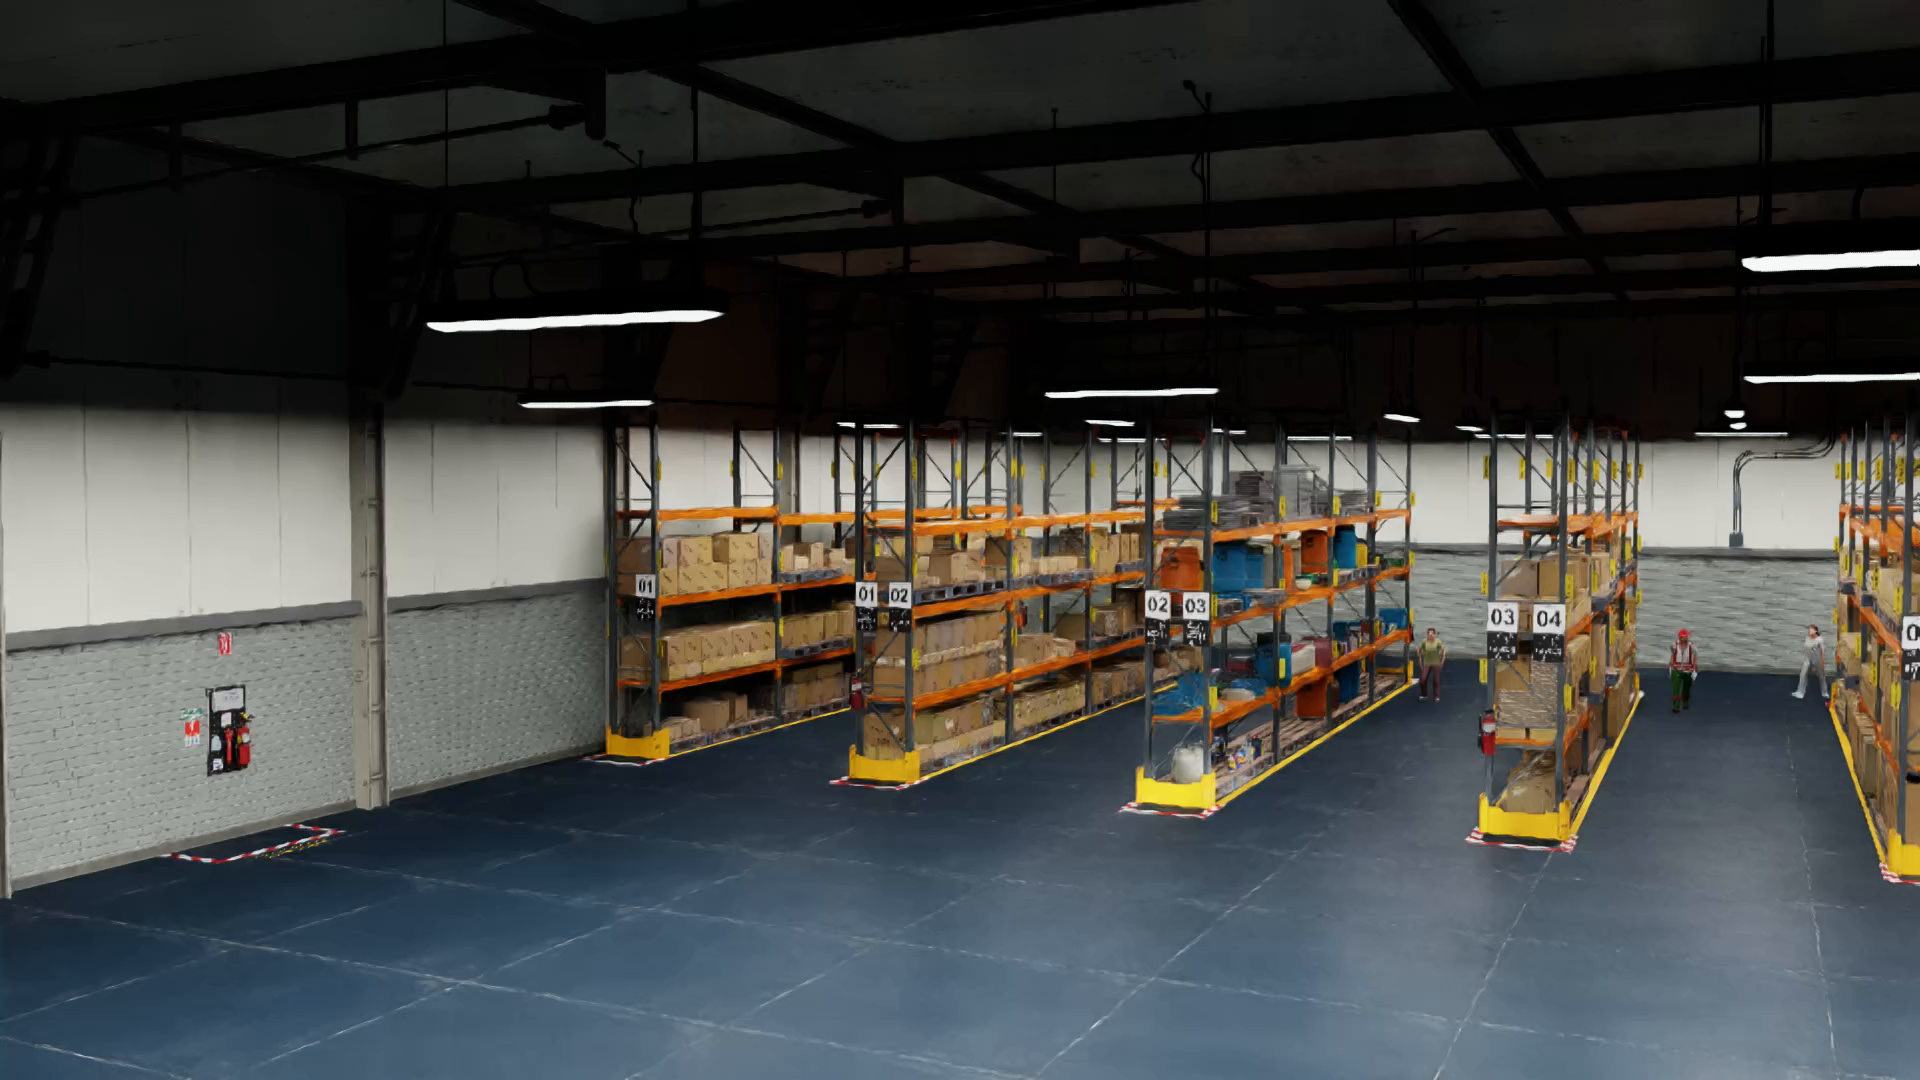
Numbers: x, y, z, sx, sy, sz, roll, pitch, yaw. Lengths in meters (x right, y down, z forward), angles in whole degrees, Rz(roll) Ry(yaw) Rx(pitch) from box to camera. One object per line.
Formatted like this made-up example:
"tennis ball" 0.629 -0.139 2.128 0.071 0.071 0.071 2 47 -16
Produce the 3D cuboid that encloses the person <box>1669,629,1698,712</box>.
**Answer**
"person" 14.974 2.684 34.426 0.550 1.709 1.128 1 3 23

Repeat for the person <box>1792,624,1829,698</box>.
"person" 18.691 2.654 36.425 0.931 1.623 0.481 -2 3 -37

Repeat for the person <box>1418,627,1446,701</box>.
"person" 10.205 2.686 35.998 0.598 1.619 0.507 1 3 23
